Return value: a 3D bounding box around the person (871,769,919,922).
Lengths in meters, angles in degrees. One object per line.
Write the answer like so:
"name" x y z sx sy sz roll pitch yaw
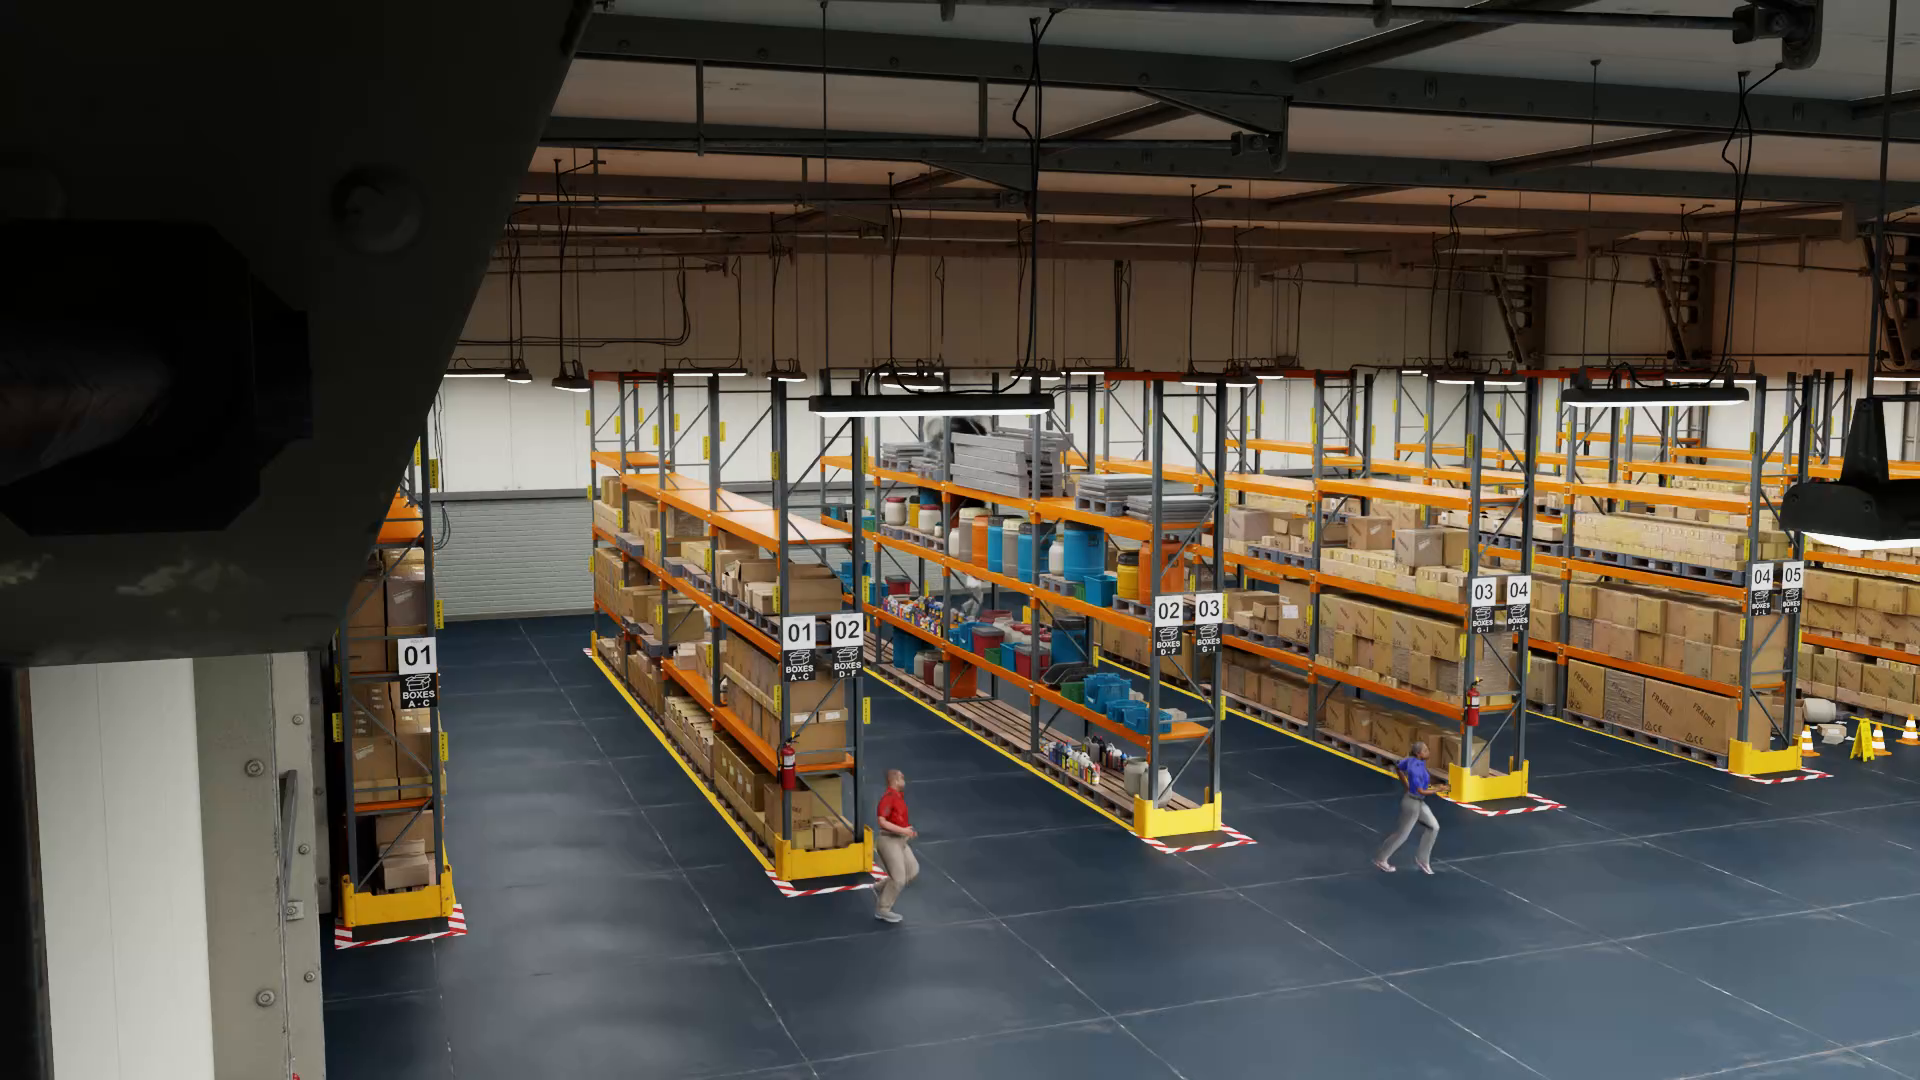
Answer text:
"person" -0.729 3.421 18.815 0.581 1.649 0.671 1 7 12

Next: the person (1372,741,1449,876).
"person" 5.503 3.271 20.226 0.852 1.682 0.586 2 7 16

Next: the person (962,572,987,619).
"person" 0.335 1.072 39.484 0.557 1.721 0.760 -2 7 -15

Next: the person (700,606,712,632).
"person" -5.442 1.482 35.690 0.692 1.733 0.751 -6 9 -44
